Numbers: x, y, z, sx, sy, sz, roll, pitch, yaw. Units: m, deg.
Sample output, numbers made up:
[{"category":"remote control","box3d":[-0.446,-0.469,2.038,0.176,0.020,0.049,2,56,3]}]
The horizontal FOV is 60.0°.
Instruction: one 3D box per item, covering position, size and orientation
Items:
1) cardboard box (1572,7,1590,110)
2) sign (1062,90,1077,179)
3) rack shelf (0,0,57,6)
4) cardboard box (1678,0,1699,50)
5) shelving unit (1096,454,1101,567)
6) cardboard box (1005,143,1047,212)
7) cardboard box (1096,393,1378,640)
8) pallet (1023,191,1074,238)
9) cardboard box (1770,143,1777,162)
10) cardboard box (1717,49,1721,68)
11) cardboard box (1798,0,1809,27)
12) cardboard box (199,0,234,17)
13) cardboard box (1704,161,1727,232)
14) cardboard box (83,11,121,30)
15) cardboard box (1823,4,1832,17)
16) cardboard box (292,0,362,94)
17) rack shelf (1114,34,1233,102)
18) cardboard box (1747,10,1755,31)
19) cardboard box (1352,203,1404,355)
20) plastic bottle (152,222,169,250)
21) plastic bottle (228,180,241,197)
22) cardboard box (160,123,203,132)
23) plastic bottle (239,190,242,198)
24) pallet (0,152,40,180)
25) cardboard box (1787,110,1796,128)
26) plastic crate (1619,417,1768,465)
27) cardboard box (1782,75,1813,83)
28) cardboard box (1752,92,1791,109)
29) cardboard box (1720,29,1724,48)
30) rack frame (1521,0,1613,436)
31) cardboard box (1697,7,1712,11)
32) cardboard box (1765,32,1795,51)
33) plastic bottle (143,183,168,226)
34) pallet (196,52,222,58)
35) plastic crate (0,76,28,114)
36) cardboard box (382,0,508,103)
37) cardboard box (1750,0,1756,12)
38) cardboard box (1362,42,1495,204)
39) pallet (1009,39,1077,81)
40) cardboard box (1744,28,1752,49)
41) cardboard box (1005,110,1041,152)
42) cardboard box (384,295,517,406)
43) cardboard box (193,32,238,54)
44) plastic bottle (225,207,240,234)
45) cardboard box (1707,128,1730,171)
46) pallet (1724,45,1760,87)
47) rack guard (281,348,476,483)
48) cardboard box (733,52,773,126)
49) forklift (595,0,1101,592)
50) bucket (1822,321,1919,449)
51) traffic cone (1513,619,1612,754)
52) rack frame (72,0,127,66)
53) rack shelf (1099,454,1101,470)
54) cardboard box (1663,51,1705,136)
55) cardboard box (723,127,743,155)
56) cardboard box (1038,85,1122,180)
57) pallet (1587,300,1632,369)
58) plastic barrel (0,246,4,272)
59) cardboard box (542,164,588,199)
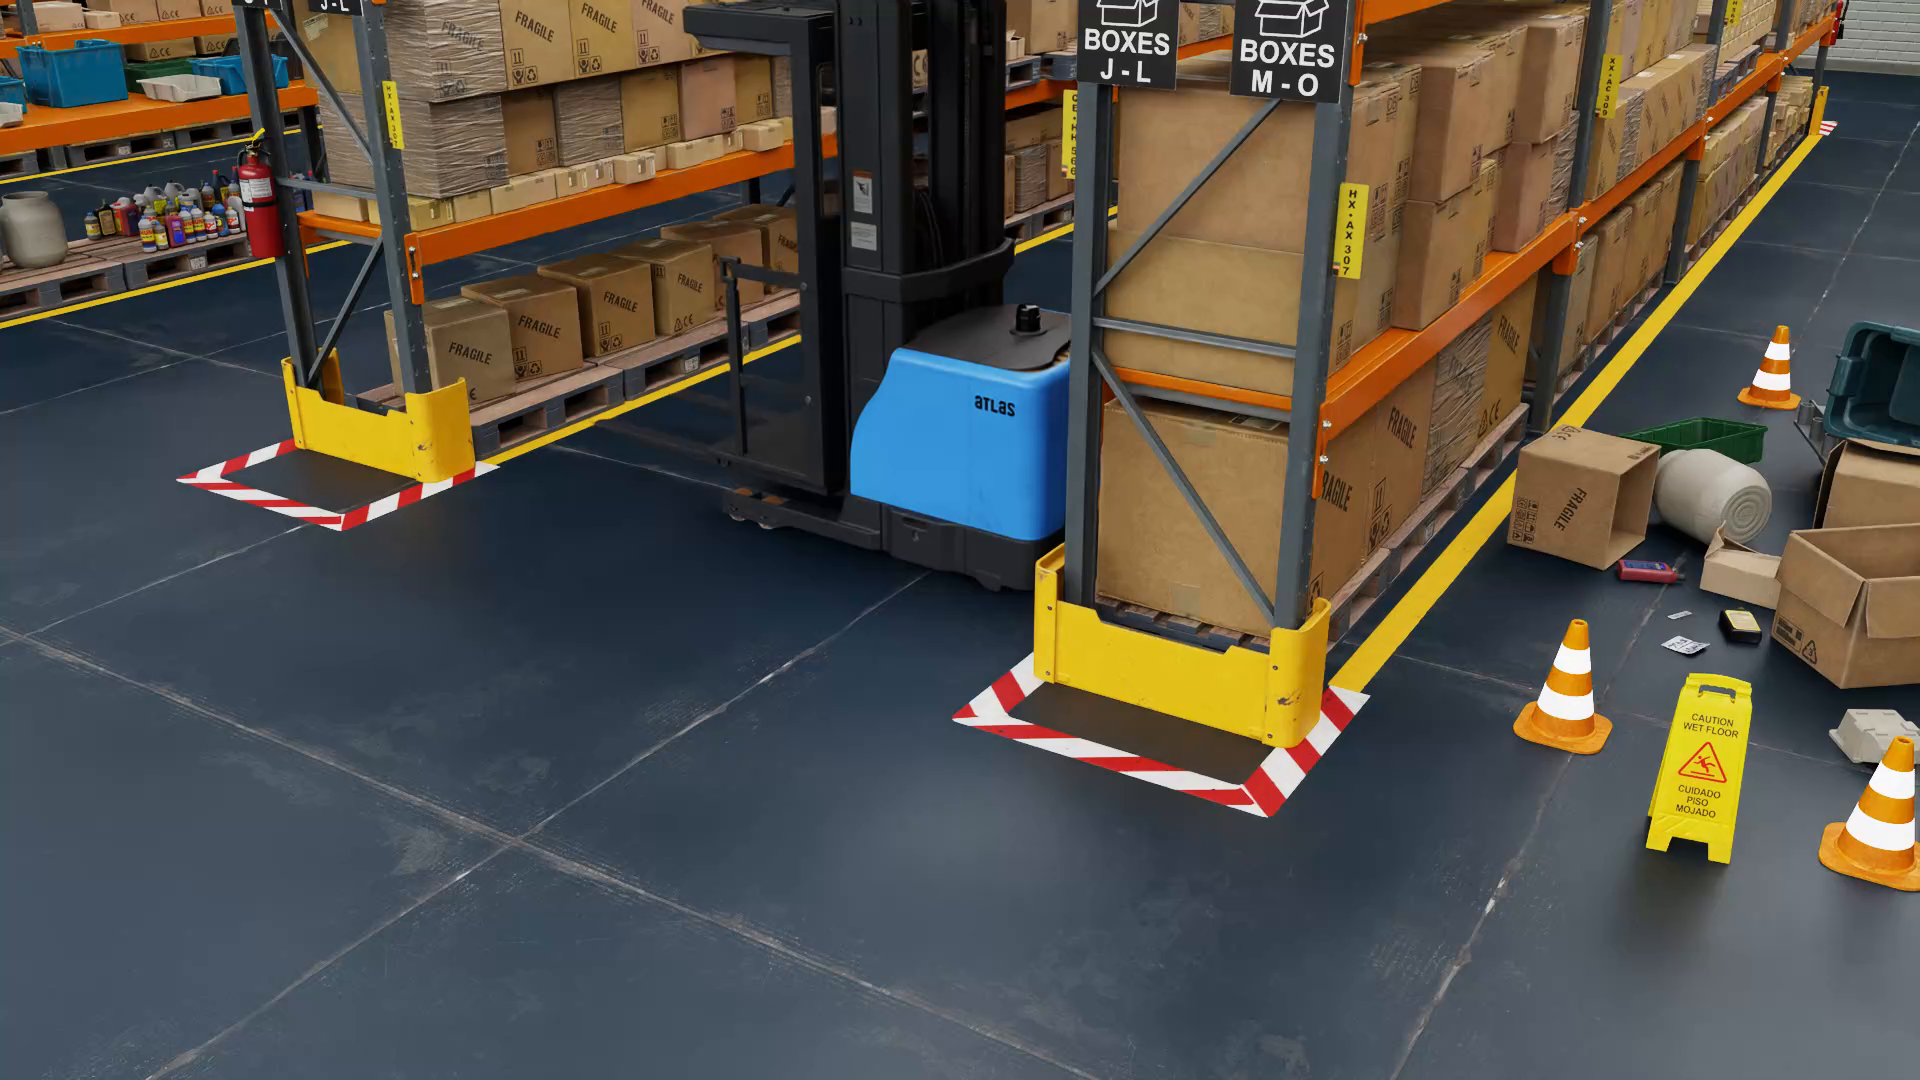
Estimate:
[{"category":"cardboard box","box3d":[3.249,-2.777,9.505,0.700,0.500,0.500,13,27,28]},{"category":"sign","box3d":[0.429,-1.512,6.211,0.100,0.325,0.005,14,27,29]},{"category":"rack shelf","box3d":[-12.738,-6.636,20.709,1.077,0.370,4.000,14,27,29]},{"category":"cardboard box","box3d":[4.857,-3.809,11.888,0.700,0.500,0.500,14,27,29]},{"category":"shelving unit","box3d":[0.828,-0.417,7.671,0.258,1.200,0.503,18,29,27]},{"category":"cardboard box","box3d":[0.324,-3.162,14.370,0.700,0.500,0.500,11,26,25]},{"category":"cardboard box","box3d":[1.184,-0.214,7.114,0.875,0.875,0.875,14,27,29]},{"category":"pallet","box3d":[0.528,-2.984,14.877,1.003,0.211,1.213,14,27,29]},{"category":"cardboard box","box3d":[7.818,-3.833,16.389,0.380,0.149,0.250,15,27,30]},{"category":"cardboard box","box3d":[5.651,-3.730,12.879,0.380,0.149,0.250,15,28,31]},{"category":"cardboard box","box3d":[7.942,-5.269,16.145,0.500,0.500,0.500,14,27,29]},{"category":"cardboard box","box3d":[-8.343,-6.081,18.394,0.500,0.500,0.500,12,26,26]},{"category":"cardboard box","box3d":[5.954,-2.855,13.687,0.500,0.500,0.500,14,27,30]},{"category":"cardboard box","box3d":[-8.941,-5.395,17.253,0.380,0.149,0.250,14,27,29]},{"category":"cardboard box","box3d":[9.390,-5.869,18.348,0.380,0.149,0.250,14,27,29]},{"category":"cardboard box","box3d":[-3.198,-2.706,8.966,0.500,0.500,0.500,14,27,29]},{"category":"rack shelf","box3d":[1.997,-4.872,16.634,1.077,0.370,4.000,14,27,29]},{"category":"cardboard box","box3d":[6.478,-4.396,14.043,0.380,0.149,0.250,14,27,29]},{"category":"cardboard box","box3d":[1.311,-1.147,6.936,0.875,0.550,0.550,14,27,29]},{"category":"plastic bottle","box3d":[-6.210,-2.364,12.904,0.097,0.201,0.097,0,23,0]},{"category":"plastic bottle","box3d":[-6.128,-2.905,14.066,0.097,0.271,0.097,0,23,0]},{"category":"cardboard box","box3d":[-8.617,-4.617,18.072,0.500,0.250,0.500,13,27,27]},{"category":"plastic bottle","box3d":[-5.843,-2.732,13.650,0.061,0.283,0.133,14,27,29]},{"category":"pallet","box3d":[-10.037,-3.715,16.566,1.003,0.211,1.213,14,27,29]},{"category":"cardboard box","box3d":[8.479,-4.402,17.328,0.380,0.149,0.250,14,27,29]},{"category":"plastic crate","box3d":[4.014,-0.506,9.111,0.662,0.188,0.450,-12,16,-26]},{"category":"cardboard box","box3d":[9.258,-5.079,18.519,0.380,0.149,0.250,14,27,30]},{"category":"cardboard box","box3d":[8.416,-4.556,17.310,0.380,0.149,0.250,14,27,29]},{"category":"cardboard box","box3d":[5.669,-3.881,12.852,0.380,0.149,0.250,15,28,31]},{"category":"rack frame","box3d":[2.992,-2.104,9.334,1.000,3.000,0.127,14,27,29]},{"category":"cardboard box","box3d":[5.650,-4.011,12.778,0.380,0.149,0.250,13,27,28]},{"category":"cardboard box","box3d":[7.640,-4.715,15.683,0.380,0.149,0.250,15,28,31]},{"category":"plastic bottle","box3d":[-6.576,-2.746,13.598,0.144,0.351,0.185,15,28,31]},{"category":"pallet","box3d":[-10.558,-7.022,24.205,1.003,0.211,1.213,14,27,29]},{"category":"plastic crate","box3d":[-7.129,-3.246,12.161,0.499,0.251,0.408,14,27,29]},{"category":"cardboard box","box3d":[-2.757,-2.597,8.714,0.500,0.500,0.500,14,27,29]},{"category":"cardboard box","box3d":[6.478,-4.538,13.996,0.380,0.149,0.250,13,26,27]},{"category":"cardboard box","box3d":[1.734,-1.801,7.085,0.875,0.550,0.550,14,27,29]},{"category":"pallet","box3d":[0.656,-4.176,14.363,1.213,0.211,1.003,14,27,29]},{"category":"cardboard box","box3d":[6.486,-4.265,14.114,0.380,0.149,0.250,15,28,31]},{"category":"cardboard box","box3d":[0.343,-3.513,14.237,0.500,0.250,0.500,17,29,35]},{"category":"cardboard box","box3d":[-2.935,-1.080,9.587,0.500,0.500,0.500,20,30,38]},{"category":"cardboard box","box3d":[-10.716,-7.362,23.659,0.750,0.750,0.750,14,27,29]},{"category":"plastic bottle","box3d":[-5.871,-2.582,13.406,0.097,0.201,0.097,0,23,0]},{"category":"cardboard box","box3d":[5.939,-3.197,13.532,0.500,0.250,0.500,13,27,28]},{"category":"pallet","box3d":[6.112,-4.042,14.053,1.003,0.211,1.213,14,27,29]},{"category":"rack guard","box3d":[-3.238,-0.706,9.251,1.175,0.500,0.348,14,27,29]},{"category":"cardboard box","box3d":[-1.752,-3.059,11.041,0.875,0.500,0.500,14,27,29]},{"category":"forklift","box3d":[-0.596,-1.550,8.142,3.031,2.935,1.130,16,28,32]},{"category":"bucket","box3d":[4.879,-0.770,8.460,0.620,0.611,0.726,-6,22,-39]},{"category":"traffic cone","box3d":[2.369,0.529,6.446,0.336,0.463,0.334,14,27,29]},{"category":"rack frame","box3d":[-11.683,-7.641,22.125,1.000,3.000,0.127,14,27,29]},{"category":"rack shelf","box3d":[0.824,-0.356,7.699,0.258,0.148,0.480,18,29,27]},{"category":"cardboard box","box3d":[4.829,-3.123,11.563,0.500,0.500,0.500,14,27,29]},{"category":"cardboard box","box3d":[-1.636,-2.609,10.817,0.380,0.149,0.250,14,27,29]},{"category":"cardboard box","box3d":[1.323,-3.973,15.799,1.225,0.875,0.875,12,26,27]},{"category":"pallet","box3d":[3.978,-1.514,11.481,1.003,0.211,1.213,14,27,29]},{"category":"plastic barrel","box3d":[-7.204,-2.154,12.053,0.421,0.512,0.421,0,23,0]},{"category":"cardboard box","box3d":[-2.380,-2.091,9.621,0.380,0.149,0.250,14,27,29]}]
